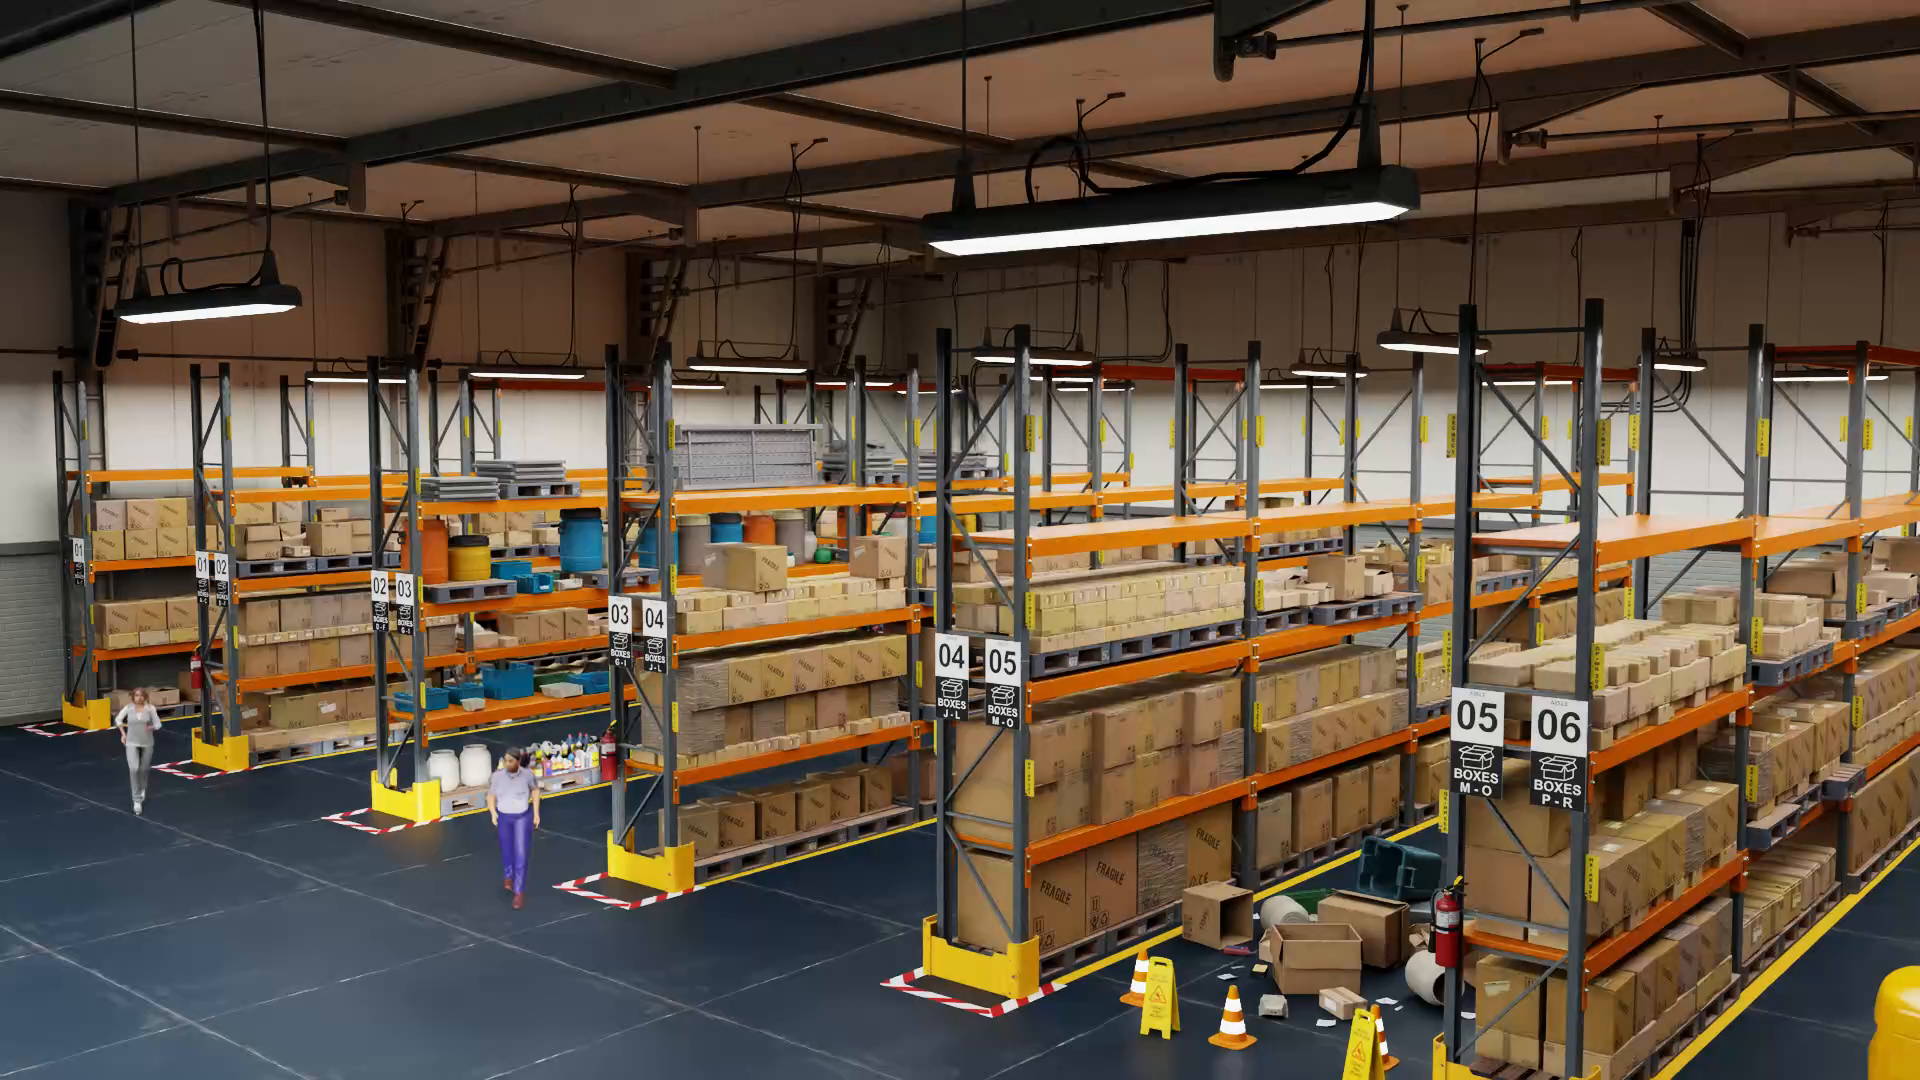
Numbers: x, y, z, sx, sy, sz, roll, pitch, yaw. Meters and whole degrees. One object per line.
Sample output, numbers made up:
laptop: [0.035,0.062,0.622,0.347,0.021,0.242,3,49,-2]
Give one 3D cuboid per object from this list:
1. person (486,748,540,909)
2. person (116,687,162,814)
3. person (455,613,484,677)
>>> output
person: [-4.793,3.020,17.818,0.530,1.641,0.883,0,4,-3]
person: [-10.922,2.764,22.147,0.527,1.643,0.755,-3,5,-32]
person: [-9.076,2.098,30.469,0.723,1.716,0.751,3,5,34]
